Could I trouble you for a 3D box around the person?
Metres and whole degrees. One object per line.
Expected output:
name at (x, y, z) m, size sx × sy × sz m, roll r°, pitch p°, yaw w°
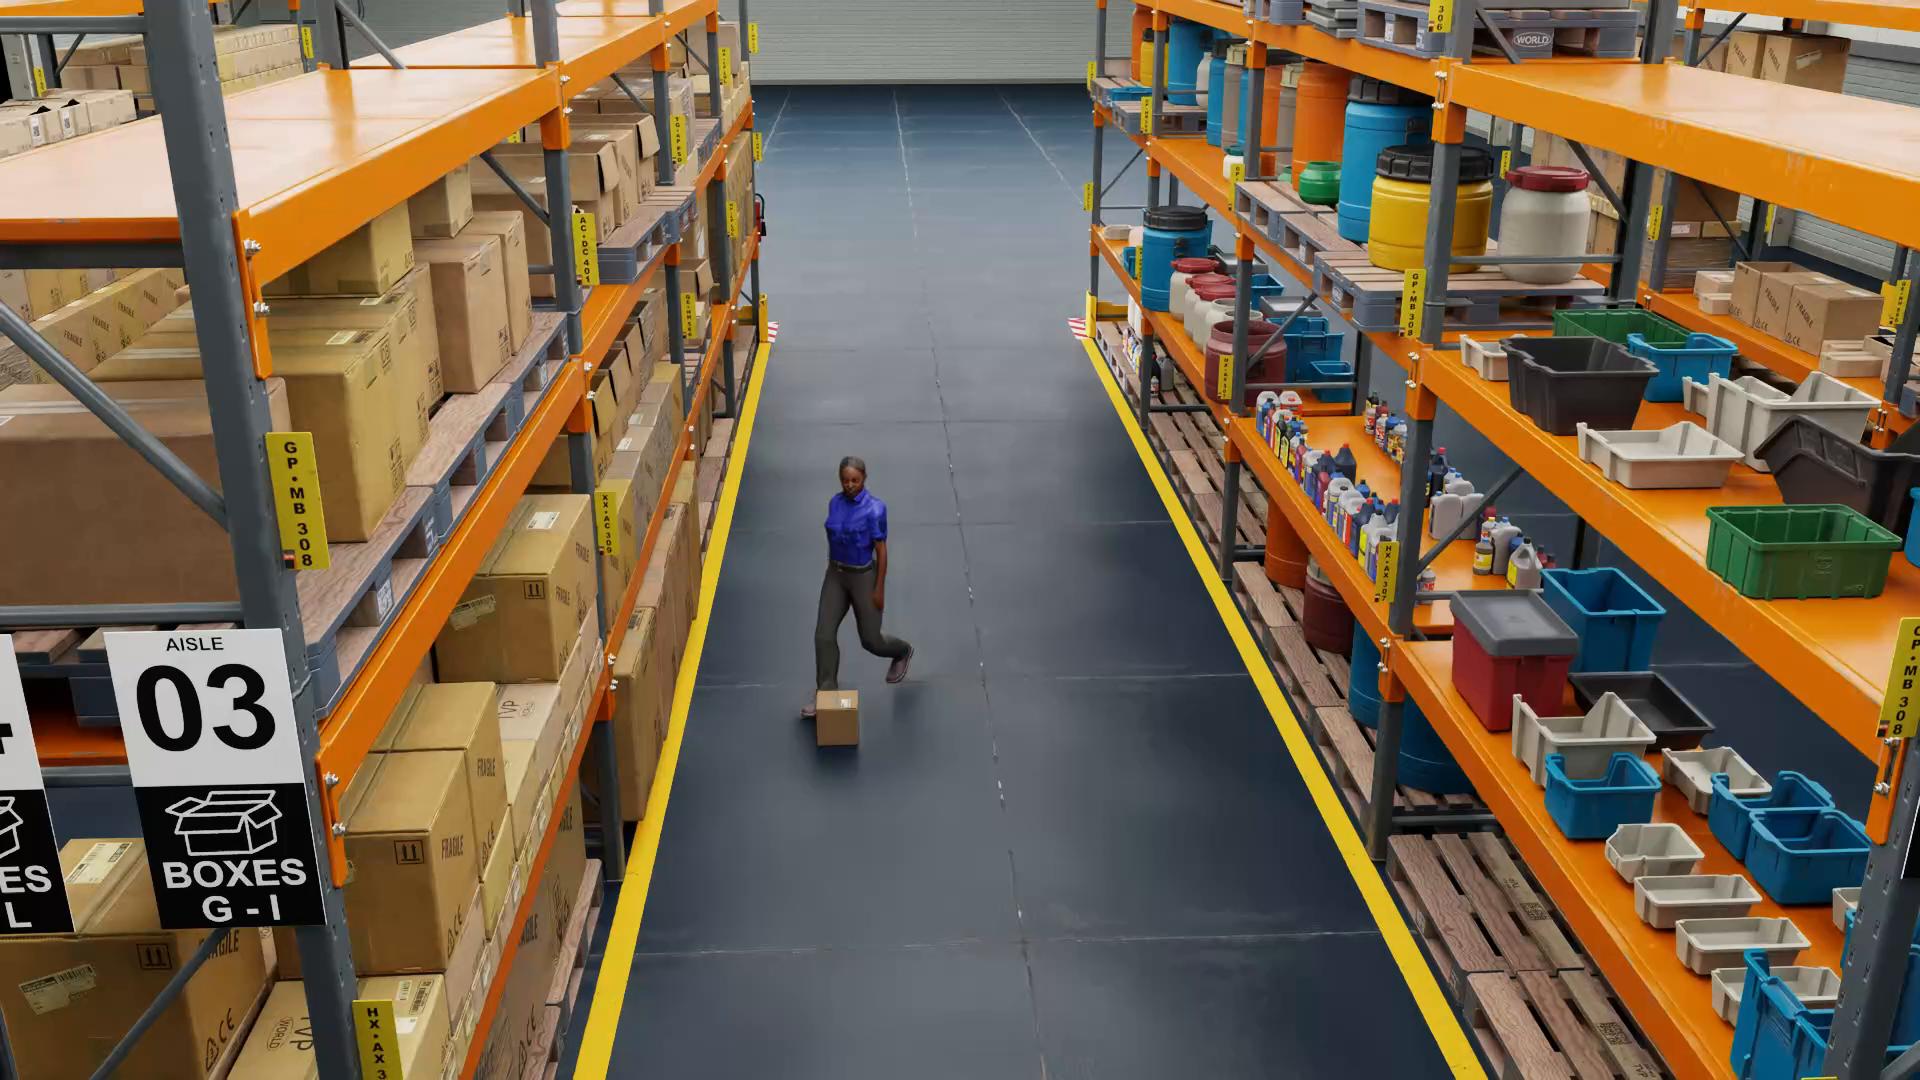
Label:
person at (-0.680, 0.262, 10.411) m, size 0.466 × 1.611 × 0.862 m, roll 12°, pitch 24°, yaw 29°
